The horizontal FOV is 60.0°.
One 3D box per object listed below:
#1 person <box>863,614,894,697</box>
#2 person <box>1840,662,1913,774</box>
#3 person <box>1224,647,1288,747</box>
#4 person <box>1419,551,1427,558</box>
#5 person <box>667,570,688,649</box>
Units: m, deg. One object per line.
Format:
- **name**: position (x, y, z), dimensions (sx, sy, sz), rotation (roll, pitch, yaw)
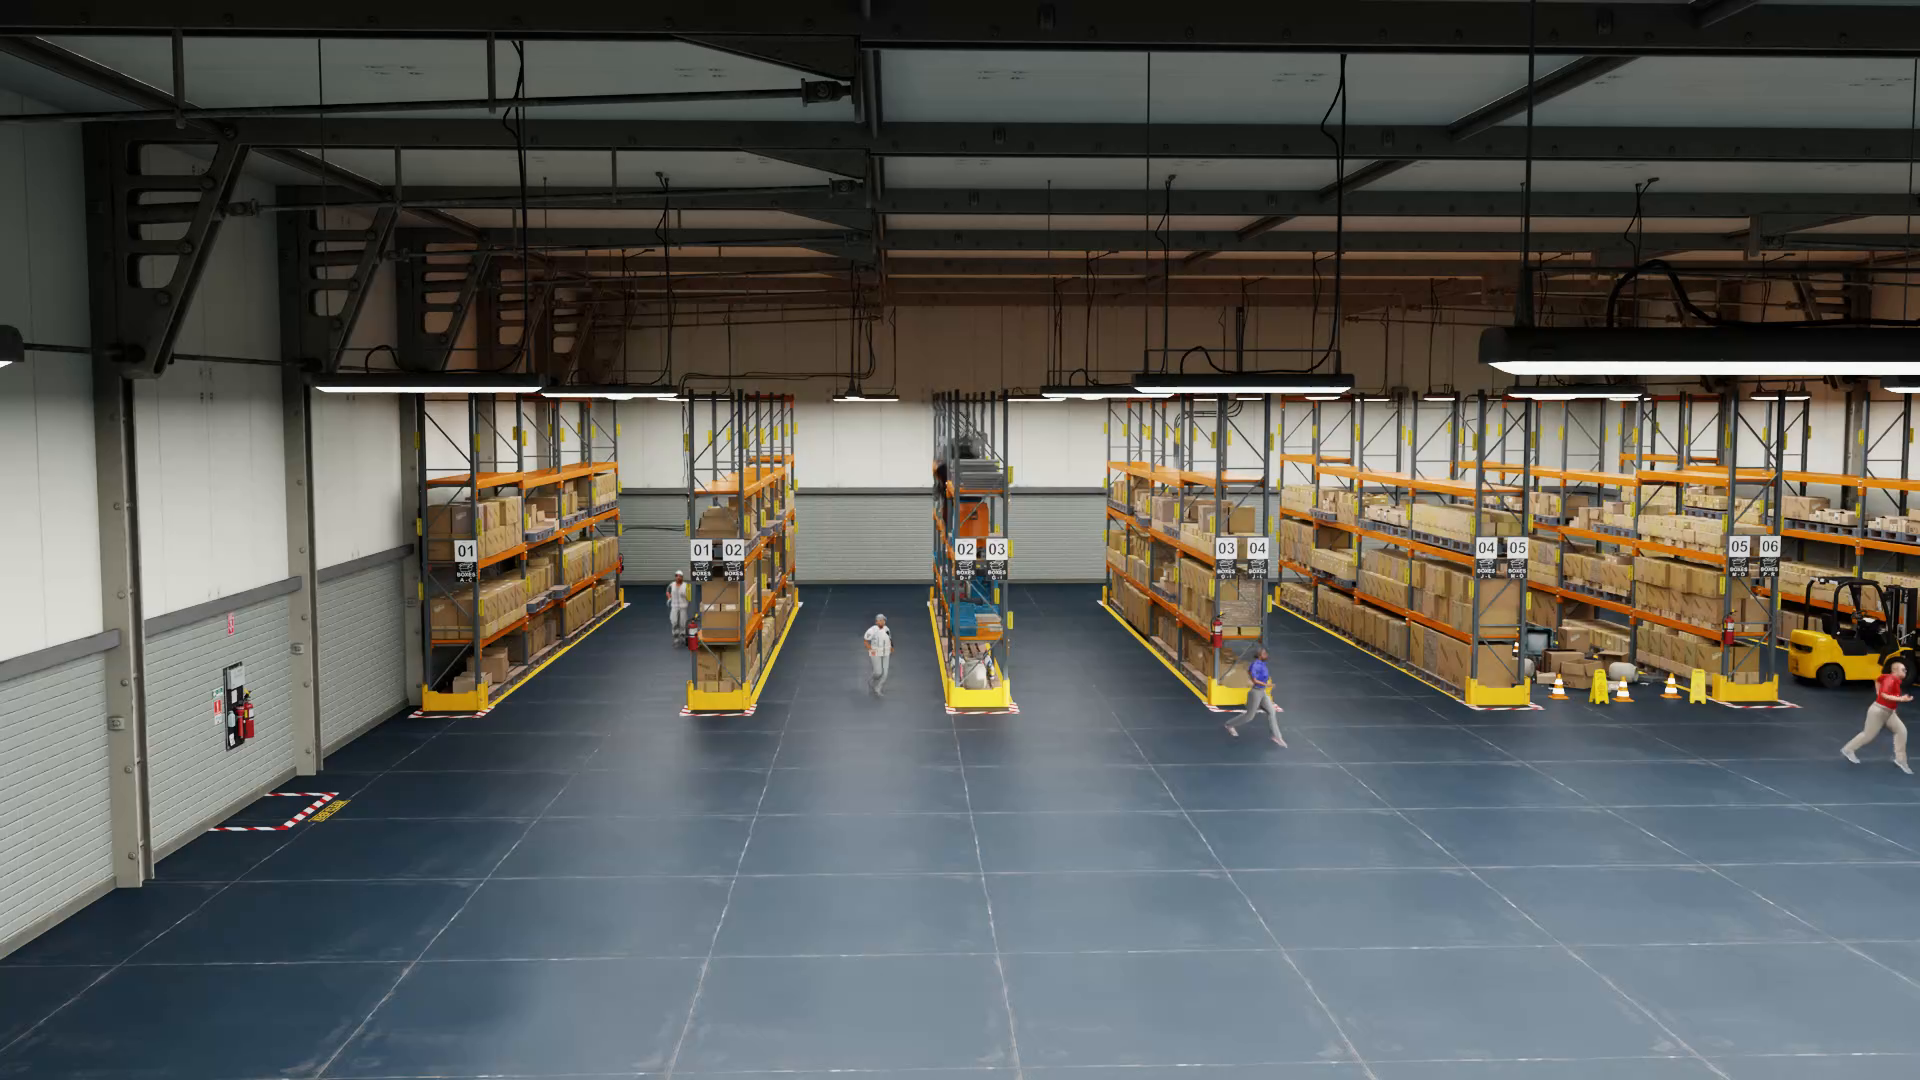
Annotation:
- **person**: position (-1.554, 2.261, 32.502), dimensions (0.581, 1.622, 0.536), rotation (-3, 5, -32)
- **person**: position (14.399, 2.765, 26.082), dimensions (1.015, 1.752, 0.658), rotation (5, 7, 44)
- **person**: position (4.965, 2.640, 27.929), dimensions (1.077, 1.664, 0.543), rotation (3, 5, 30)
- **person**: position (13.758, 0.944, 49.334), dimensions (0.525, 1.542, 0.578), rotation (1, 5, 9)
- **person**: position (-6.610, 1.638, 39.136), dimensions (0.630, 1.843, 0.736), rotation (0, 5, -4)
